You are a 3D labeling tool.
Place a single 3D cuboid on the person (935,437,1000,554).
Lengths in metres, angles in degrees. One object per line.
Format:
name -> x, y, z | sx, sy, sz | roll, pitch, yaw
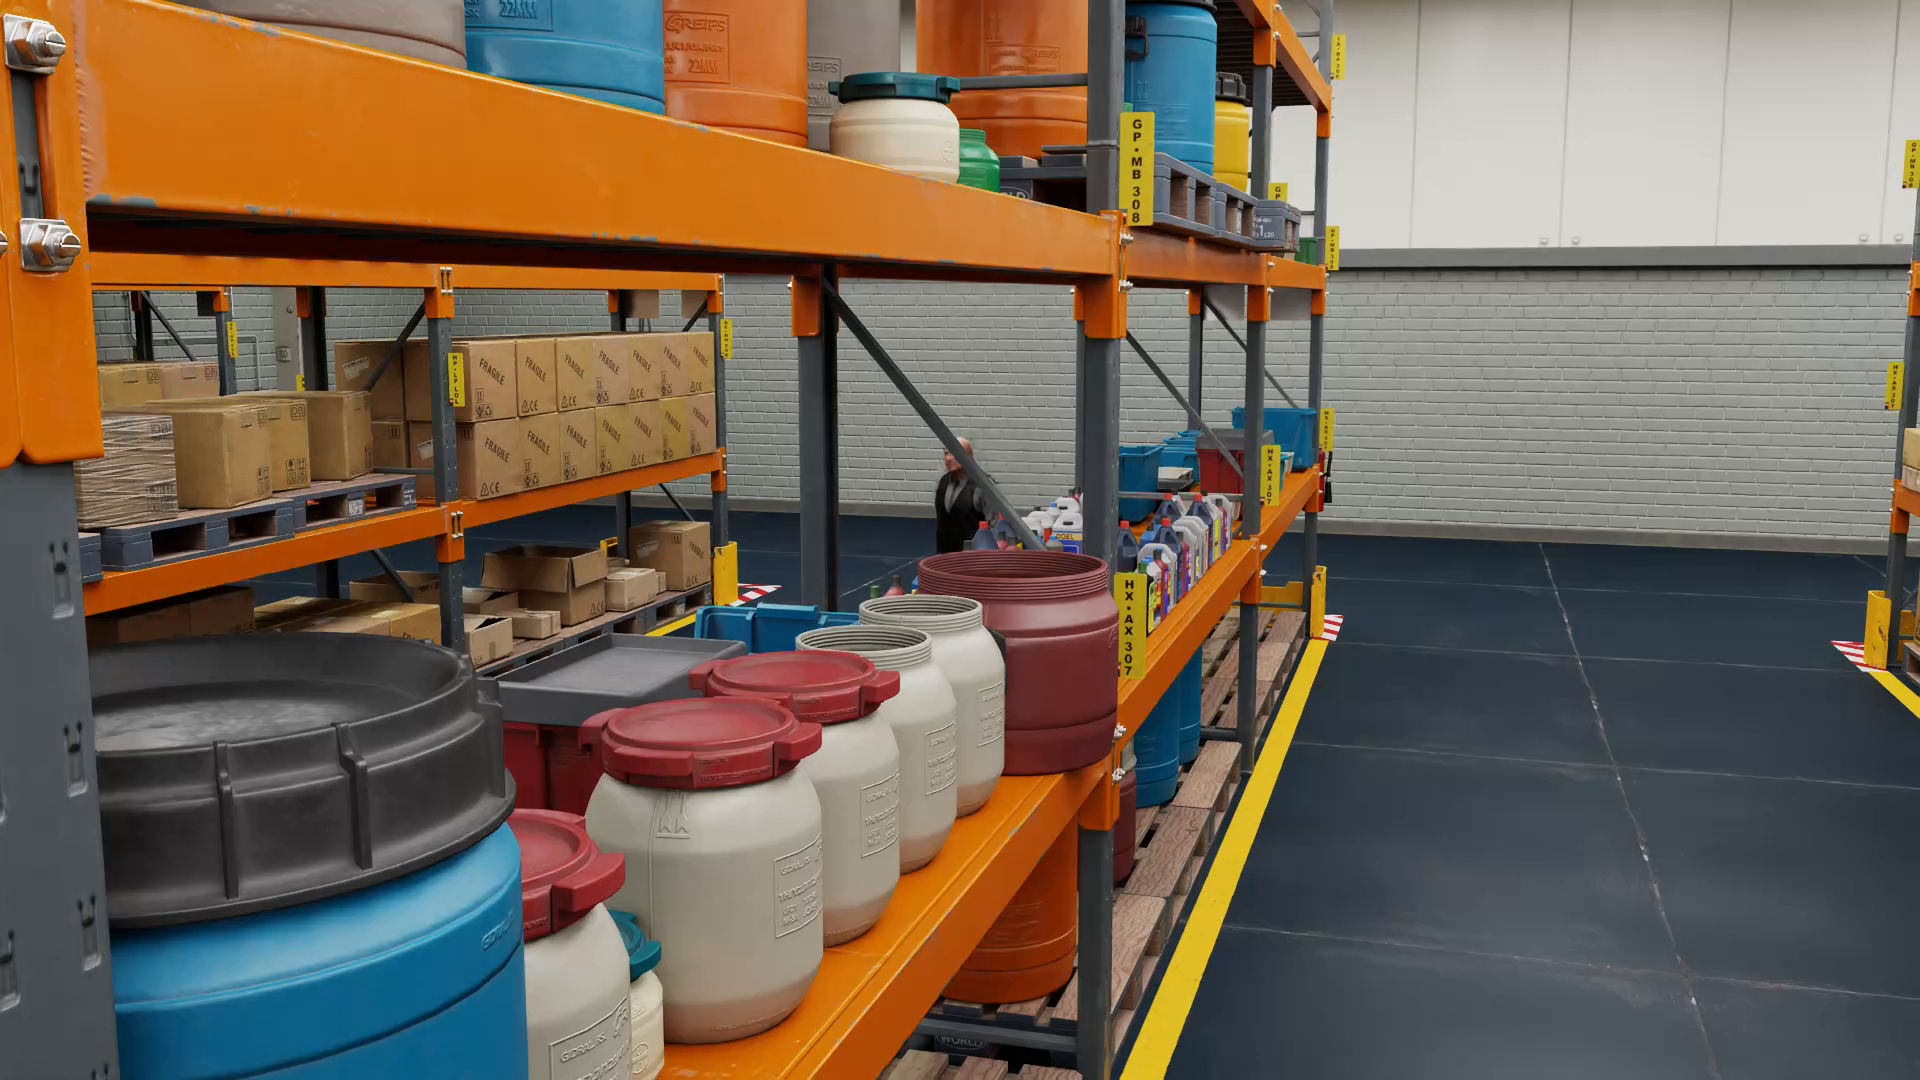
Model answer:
person -> 0.082, 0.133, 11.162 | 0.569, 1.668, 0.958 | 6, 10, 36
